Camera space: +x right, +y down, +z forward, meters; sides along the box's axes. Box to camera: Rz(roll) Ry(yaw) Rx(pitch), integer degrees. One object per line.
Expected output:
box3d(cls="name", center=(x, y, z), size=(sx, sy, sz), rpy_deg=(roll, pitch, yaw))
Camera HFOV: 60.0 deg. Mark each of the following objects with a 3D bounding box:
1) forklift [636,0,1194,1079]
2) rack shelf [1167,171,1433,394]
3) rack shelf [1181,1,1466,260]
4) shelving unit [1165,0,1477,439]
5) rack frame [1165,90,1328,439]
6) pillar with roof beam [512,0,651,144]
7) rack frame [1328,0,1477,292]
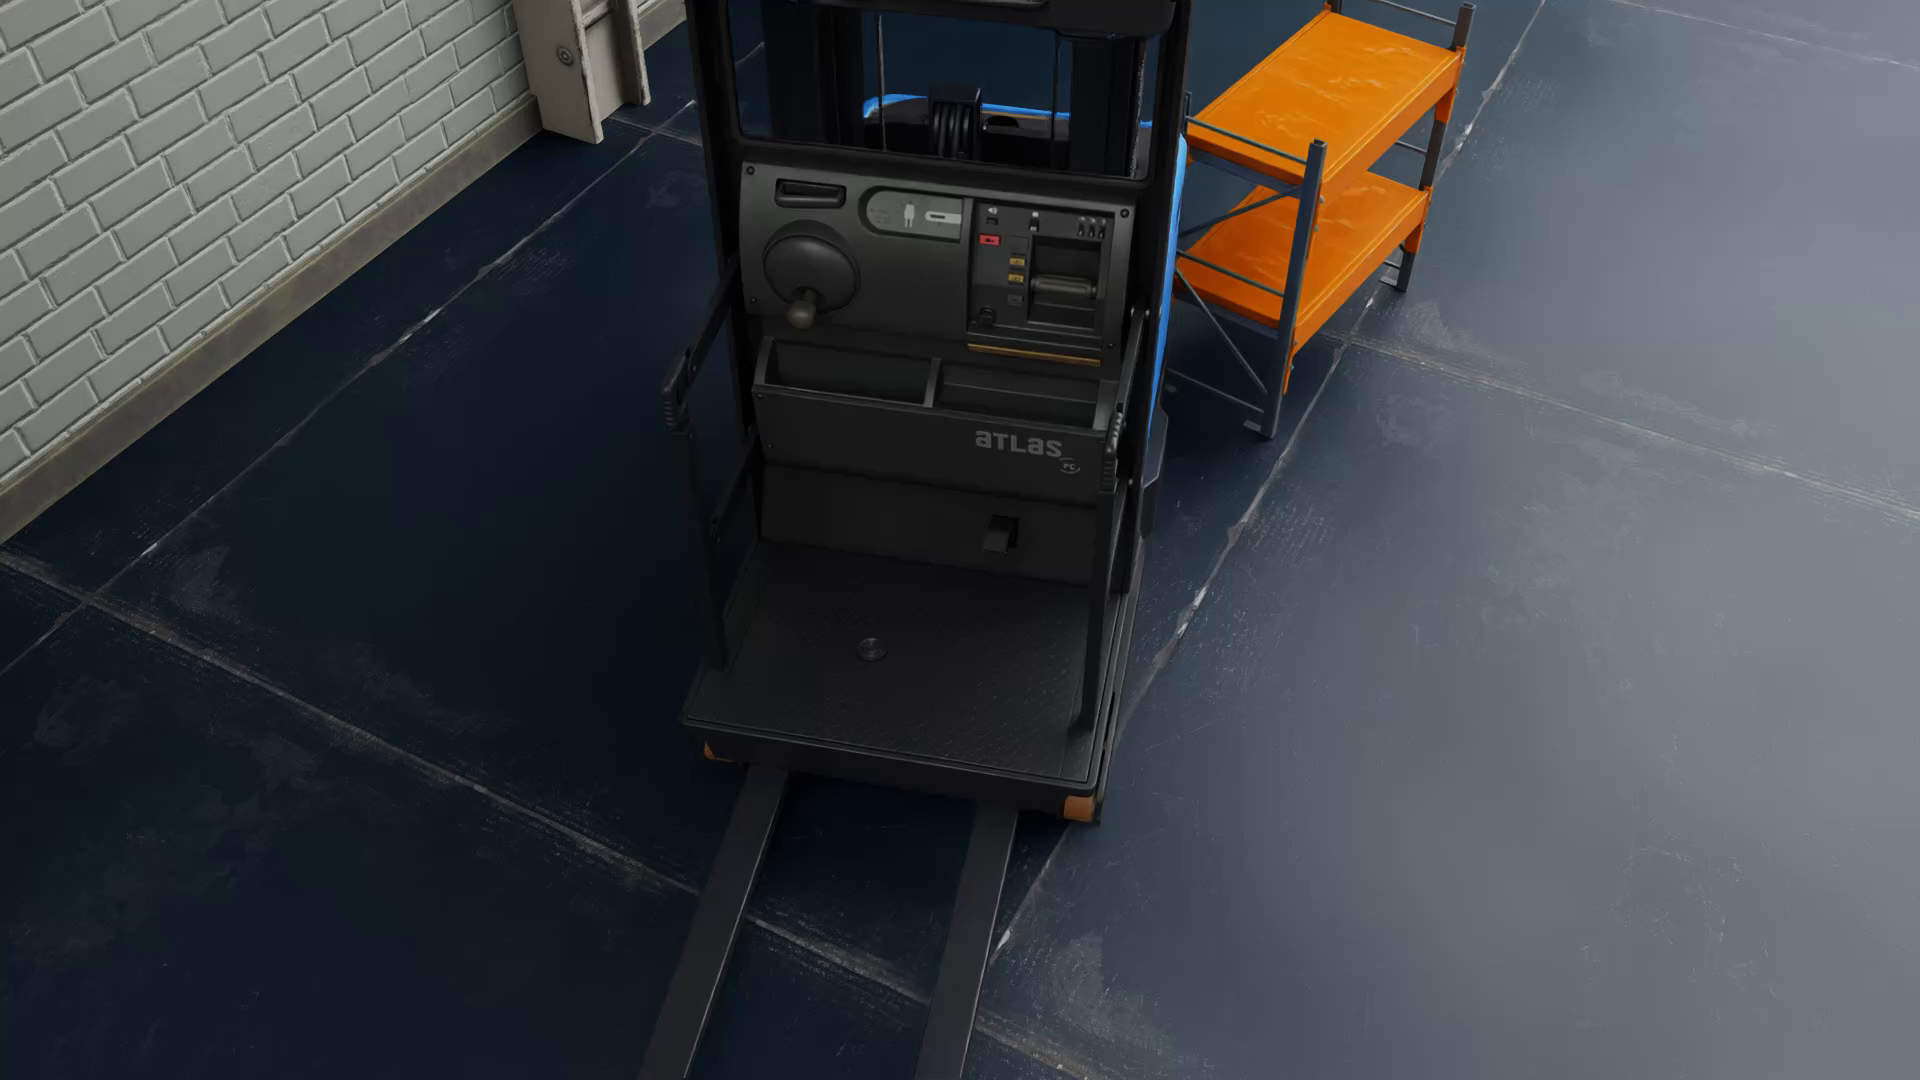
box3d(cls="forklift", center=(-0.104, -0.564, 3.747), size=(1.130, 2.935, 3.031), rpy_deg=(8, 46, 8))
box3d(cls="rack shelf", center=(1.158, -0.968, 5.760), size=(0.538, 0.278, 1.000), rpy_deg=(28, 52, 25))
box3d(cls="rack shelf", center=(1.158, -1.346, 5.377), size=(0.538, 0.278, 1.000), rpy_deg=(28, 52, 25))
box3d(cls="shelving unit", center=(1.158, -1.140, 5.586), size=(0.538, 1.125, 1.048), rpy_deg=(28, 52, 25))
box3d(cls="rack frame", center=(0.854, -0.850, 5.299), size=(0.500, 1.125, 0.032), rpy_deg=(28, 52, 25))
box3d(cls="pillar with roof beam", center=(2.268, -3.550, 2.432), size=(9.100, 9.000, 0.400), rpy_deg=(20, 49, 19))
box3d(cls="rack frame", center=(1.461, -1.430, 5.872), size=(0.500, 1.125, 0.032), rpy_deg=(28, 52, 25))
